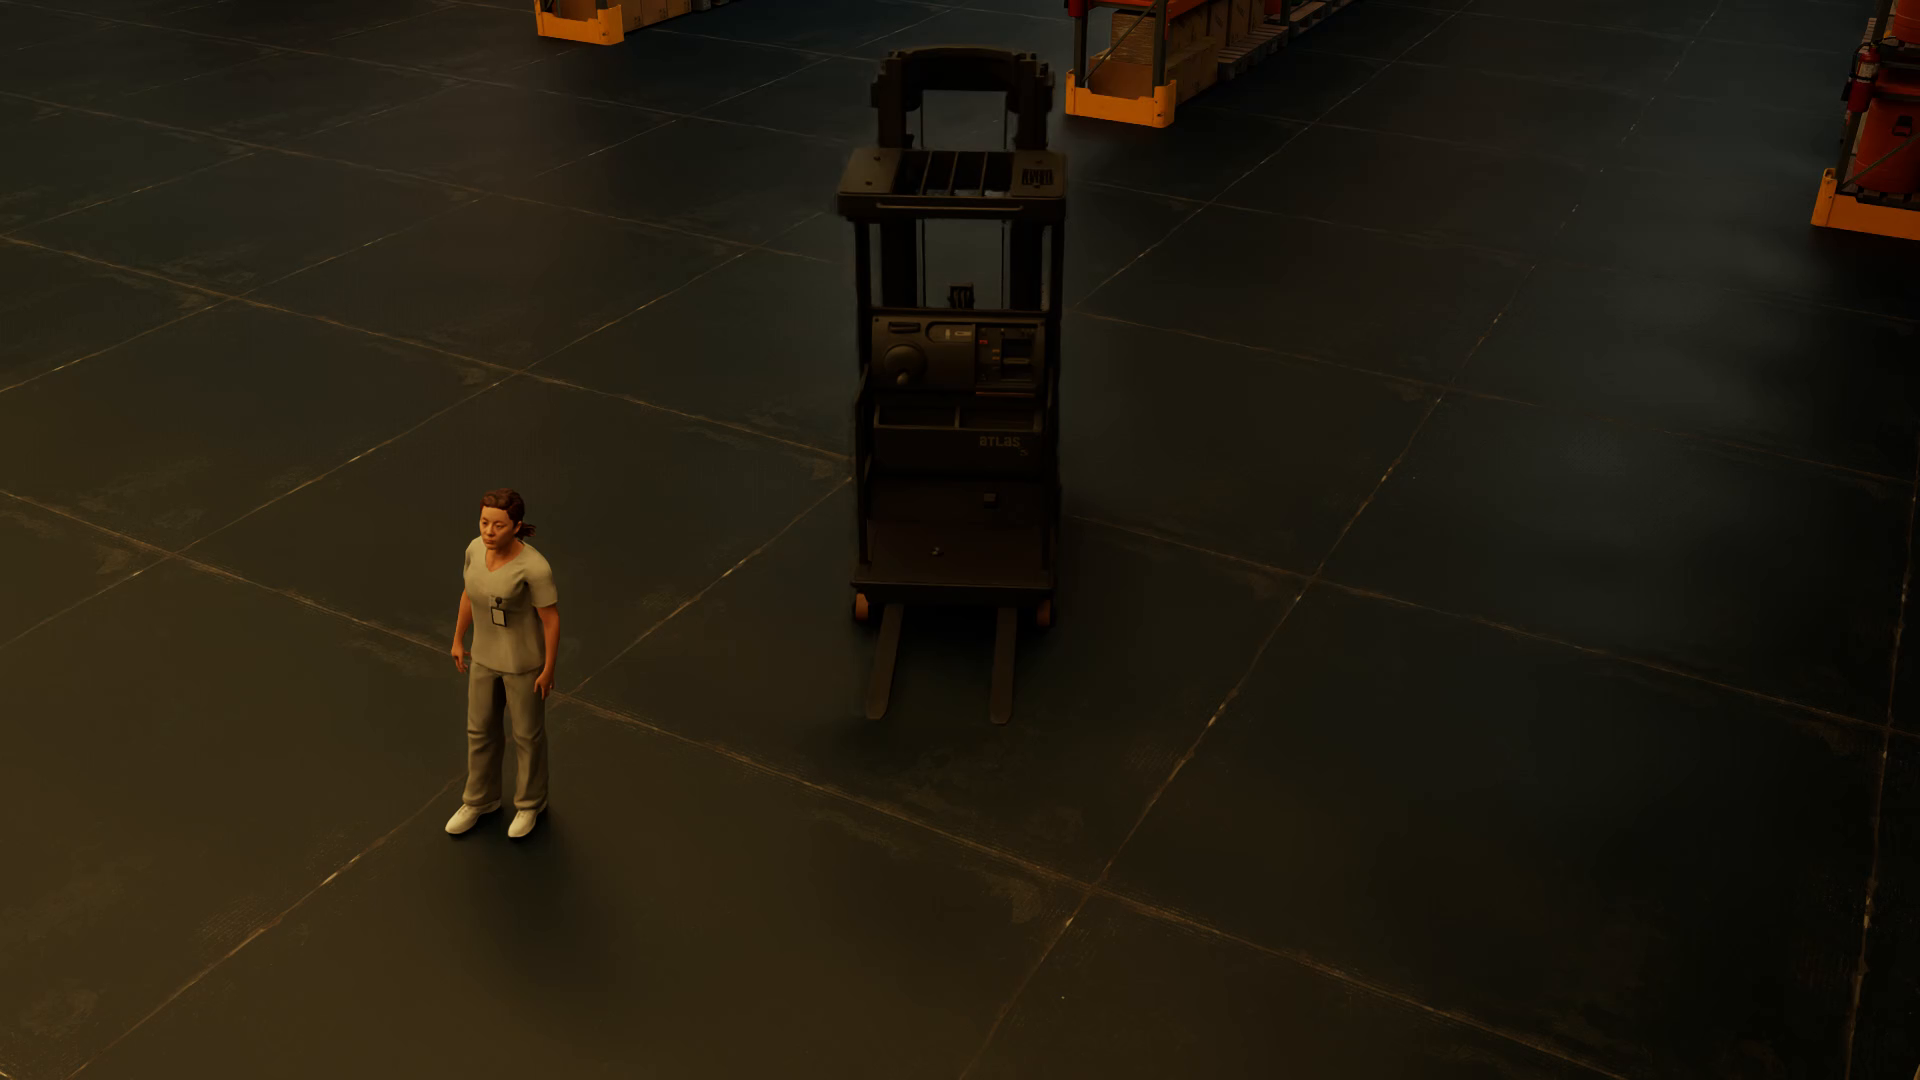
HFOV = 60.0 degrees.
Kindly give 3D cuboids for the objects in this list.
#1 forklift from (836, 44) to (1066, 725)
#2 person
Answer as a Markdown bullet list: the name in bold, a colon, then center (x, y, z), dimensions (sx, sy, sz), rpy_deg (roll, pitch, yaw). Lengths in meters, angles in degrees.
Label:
- **forklift**: center (-0.018, -0.955, 8.725), dimensions (1.130, 2.935, 3.031), rpy_deg (2, 30, 3)
- **person**: center (-2.029, 0.563, 7.342), dimensions (0.538, 1.678, 0.539), rpy_deg (12, 32, 20)
